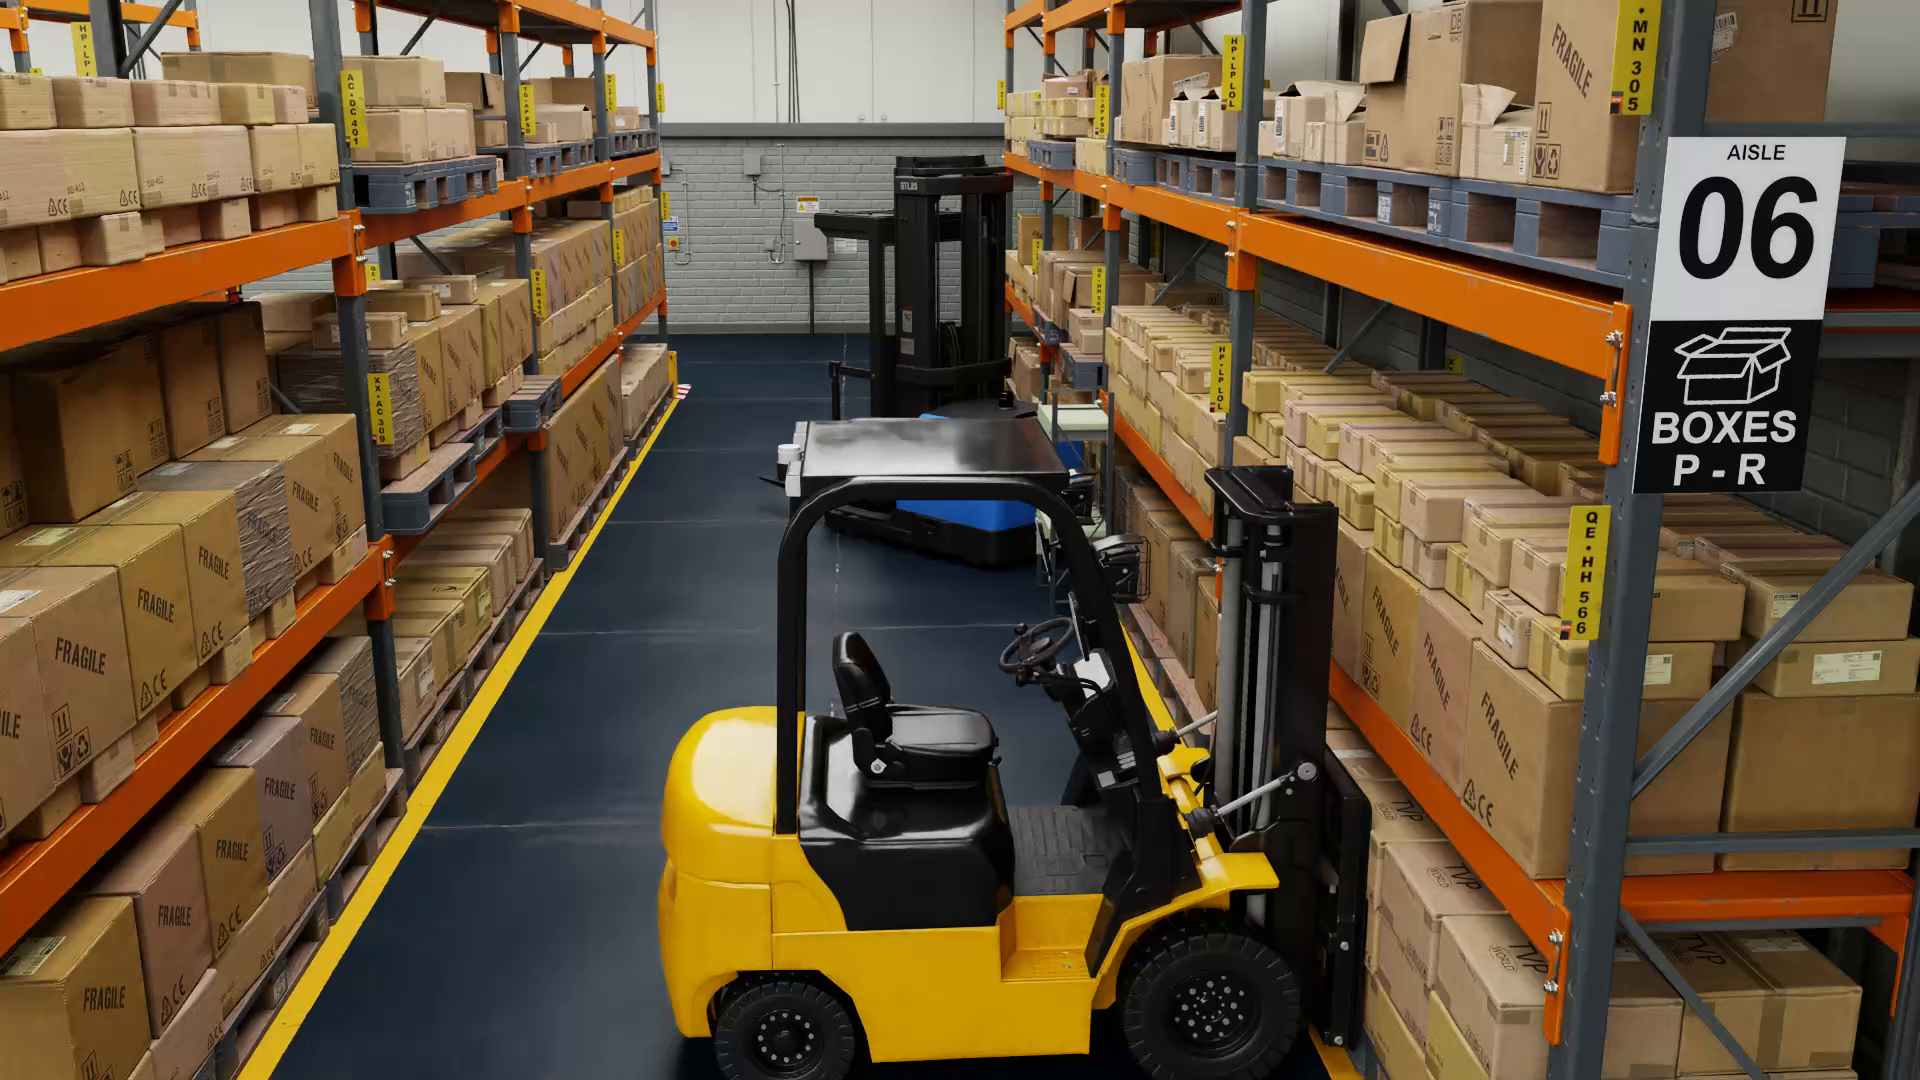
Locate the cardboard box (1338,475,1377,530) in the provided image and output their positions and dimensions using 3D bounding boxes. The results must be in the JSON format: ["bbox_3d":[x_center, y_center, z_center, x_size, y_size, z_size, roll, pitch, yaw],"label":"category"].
[{"bbox_3d":[1.597,-0.140,6.048,0.380,0.149,0.250,-1,14,-5],"label":"cardboard box"}]

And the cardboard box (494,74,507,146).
[{"bbox_3d":[-3.688,-3.111,12.033,0.700,0.500,0.500,-2,15,-6],"label":"cardboard box"}]

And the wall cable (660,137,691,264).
[{"bbox_3d":[-4.306,-5.062,24.577,0.585,1.953,0.123,-1,14,-3],"label":"wall cable"}]

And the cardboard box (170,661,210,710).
[{"bbox_3d":[-2.804,0.472,5.674,0.380,0.149,0.250,-1,14,-5],"label":"cardboard box"}]

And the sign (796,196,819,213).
[{"bbox_3d":[-2.268,-5.001,24.787,0.339,0.242,0.001,-1,14,-3],"label":"sign"}]

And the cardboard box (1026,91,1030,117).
[{"bbox_3d":[0.934,-4.375,16.693,0.500,0.250,0.500,-1,14,-2],"label":"cardboard box"}]

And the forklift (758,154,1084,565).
[{"bbox_3d":[-0.435,-1.531,13.095,1.130,2.935,3.031,-14,20,-42],"label":"forklift"}]

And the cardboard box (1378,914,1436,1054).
[{"bbox_3d":[1.650,1.394,5.260,0.500,0.250,0.500,-1,14,-4],"label":"cardboard box"}]

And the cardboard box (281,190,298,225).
[{"bbox_3d":[-2.938,-1.361,6.781,0.380,0.149,0.250,-1,14,-3],"label":"cardboard box"}]

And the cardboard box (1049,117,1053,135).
[{"bbox_3d":[0.956,-3.484,13.987,0.380,0.149,0.250,-1,14,-4],"label":"cardboard box"}]

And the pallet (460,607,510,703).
[{"bbox_3d":[-3.318,0.685,9.942,1.003,0.211,1.213,-1,14,-3],"label":"pallet"}]

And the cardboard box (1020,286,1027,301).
[{"bbox_3d":[0.834,-2.636,17.756,0.380,0.149,0.250,-1,14,-2],"label":"cardboard box"}]

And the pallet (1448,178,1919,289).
[{"bbox_3d":[1.994,-0.837,4.417,1.003,0.211,1.213,-1,14,-3],"label":"pallet"}]

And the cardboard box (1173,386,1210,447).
[{"bbox_3d":[1.440,-0.661,8.874,0.500,0.250,0.500,-1,14,-5],"label":"cardboard box"}]

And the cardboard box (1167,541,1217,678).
[{"bbox_3d":[1.680,0.378,9.459,0.875,0.625,0.625,-1,14,-4],"label":"cardboard box"}]

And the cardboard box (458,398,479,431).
[{"bbox_3d":[-2.962,-0.717,9.453,0.380,0.149,0.250,0,14,-1],"label":"cardboard box"}]

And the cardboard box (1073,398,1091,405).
[{"bbox_3d":[1.169,-1.125,14.251,0.380,0.149,0.250,0,14,-1],"label":"cardboard box"}]

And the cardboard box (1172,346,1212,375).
[{"bbox_3d":[1.413,-1.007,9.418,0.380,0.149,0.250,-1,14,-3],"label":"cardboard box"}]

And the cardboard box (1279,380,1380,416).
[{"bbox_3d":[1.612,-0.605,7.258,0.380,0.149,0.250,-1,14,-3],"label":"cardboard box"}]

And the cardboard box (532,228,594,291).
[{"bbox_3d":[-3.356,-2.328,13.848,0.500,0.500,0.500,0,14,-2],"label":"cardboard box"}]

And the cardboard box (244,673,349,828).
[{"bbox_3d":[-2.852,0.867,6.809,0.500,0.500,0.500,-1,14,-2],"label":"cardboard box"}]

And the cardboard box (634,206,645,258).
[{"bbox_3d":[-3.547,-3.191,17.202,0.500,0.500,0.500,-1,14,-4],"label":"cardboard box"}]

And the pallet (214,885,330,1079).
[{"bbox_3d":[-3.034,1.653,6.178,1.003,0.211,1.213,-1,14,-3],"label":"pallet"}]

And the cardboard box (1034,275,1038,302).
[{"bbox_3d":[0.994,-2.429,16.153,0.500,0.250,0.500,-1,14,-2],"label":"cardboard box"}]

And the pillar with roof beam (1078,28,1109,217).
[{"bbox_3d":[-2.543,-6.753,21.215,9.100,9.000,0.400,-1,14,-3],"label":"pillar with roof beam"}]

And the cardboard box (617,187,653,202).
[{"bbox_3d":[-3.571,-3.787,18.218,0.380,0.149,0.250,-1,14,-4],"label":"cardboard box"}]

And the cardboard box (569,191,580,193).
[{"bbox_3d":[-4.133,-3.520,17.180,0.380,0.149,0.250,-1,14,-5],"label":"cardboard box"}]

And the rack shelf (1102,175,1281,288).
[{"bbox_3d":[1.640,-1.847,9.610,1.077,0.370,4.000,-1,14,-3],"label":"rack shelf"}]

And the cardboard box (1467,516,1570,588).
[{"bbox_3d":[1.690,0.031,4.786,0.380,0.149,0.250,-1,14,-2],"label":"cardboard box"}]

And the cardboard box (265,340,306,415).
[{"bbox_3d":[-3.447,-0.675,7.991,0.500,0.500,0.500,-1,14,-4],"label":"cardboard box"}]

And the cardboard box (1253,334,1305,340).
[{"bbox_3d":[1.853,-1.144,9.949,0.380,0.149,0.250,0,14,-2],"label":"cardboard box"}]

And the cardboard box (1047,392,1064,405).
[{"bbox_3d":[1.074,-1.104,15.472,0.500,0.500,0.500,0,14,-1],"label":"cardboard box"}]

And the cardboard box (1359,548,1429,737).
[{"bbox_3d":[1.665,0.326,5.540,0.500,0.500,0.500,-1,14,-4],"label":"cardboard box"}]

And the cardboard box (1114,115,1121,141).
[{"bbox_3d":[1.235,-2.740,11.063,0.380,0.166,0.250,-1,14,-4],"label":"cardboard box"}]

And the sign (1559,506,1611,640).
[{"bbox_3d":[1.470,0.079,3.902,0.100,0.325,0.005,-1,14,-3],"label":"sign"}]

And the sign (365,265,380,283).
[{"bbox_3d":[-3.991,-1.714,11.345,0.100,0.325,0.005,-1,14,-3],"label":"sign"}]

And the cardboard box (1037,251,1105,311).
[{"bbox_3d":[1.075,-2.363,15.148,0.700,0.500,0.500,-1,14,-2],"label":"cardboard box"}]

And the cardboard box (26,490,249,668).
[{"bbox_3d":[-2.802,0.130,5.702,0.500,0.500,0.500,-1,14,-5],"label":"cardboard box"}]

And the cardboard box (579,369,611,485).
[{"bbox_3d":[-3.503,-0.955,14.138,0.875,0.875,0.875,0,14,-2],"label":"cardboard box"}]

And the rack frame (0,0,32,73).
[{"bbox_3d":[-8.620,-4.961,14.250,1.000,3.000,0.127,-1,14,-3],"label":"rack frame"}]

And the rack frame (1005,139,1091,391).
[{"bbox_3d":[1.021,-3.230,19.560,1.000,3.000,0.127,-1,14,-3],"label":"rack frame"}]

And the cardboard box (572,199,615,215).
[{"bbox_3d":[-3.478,-3.150,15.742,0.380,0.149,0.250,-1,14,-3],"label":"cardboard box"}]

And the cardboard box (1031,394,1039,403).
[{"bbox_3d":[0.919,-1.337,16.848,0.396,0.266,0.258,0,14,-1],"label":"cardboard box"}]

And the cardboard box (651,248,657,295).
[{"bbox_3d":[-3.623,-2.960,18.310,0.500,0.500,0.500,-1,14,-5],"label":"cardboard box"}]

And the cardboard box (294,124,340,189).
[{"bbox_3d":[-2.893,-1.586,6.855,0.500,0.250,0.500,-1,14,-4],"label":"cardboard box"}]

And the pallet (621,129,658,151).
[{"bbox_3d":[-3.877,-4.378,18.180,1.003,0.211,1.213,-1,14,-3],"label":"pallet"}]

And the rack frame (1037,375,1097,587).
[{"bbox_3d":[0.742,-0.402,11.579,0.400,1.500,0.023,-1,14,-4],"label":"rack frame"}]

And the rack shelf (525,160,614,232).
[{"bbox_3d":[-3.561,-2.765,13.175,1.077,0.370,4.000,-1,14,-3],"label":"rack shelf"}]

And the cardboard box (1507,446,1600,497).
[{"bbox_3d":[2.137,-0.229,5.799,0.380,0.149,0.250,-1,14,-3],"label":"cardboard box"}]

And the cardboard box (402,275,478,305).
[{"bbox_3d":[-3.055,-1.470,9.779,0.380,0.149,0.250,-2,15,-6],"label":"cardboard box"}]

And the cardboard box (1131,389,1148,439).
[{"bbox_3d":[1.365,-0.800,10.419,0.500,0.250,0.500,-1,14,-5],"label":"cardboard box"}]

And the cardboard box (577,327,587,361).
[{"bbox_3d":[-3.327,-1.596,13.512,0.500,0.250,0.500,-1,14,-3],"label":"cardboard box"}]

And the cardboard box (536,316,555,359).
[{"bbox_3d":[-3.222,-1.462,11.987,0.500,0.250,0.500,-1,14,-4],"label":"cardboard box"}]

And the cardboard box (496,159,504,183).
[{"bbox_3d":[-3.208,-2.419,10.892,0.380,0.149,0.250,-1,14,-3],"label":"cardboard box"}]

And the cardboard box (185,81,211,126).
[{"bbox_3d":[-2.805,-1.488,5.674,0.380,0.149,0.250,-1,14,-3],"label":"cardboard box"}]

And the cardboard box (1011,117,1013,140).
[{"bbox_3d":[0.828,-4.513,18.233,0.500,0.250,0.500,-1,14,-2],"label":"cardboard box"}]

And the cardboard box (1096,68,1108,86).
[{"bbox_3d":[1.405,-4.022,14.653,0.396,0.266,0.258,-1,14,-3],"label":"cardboard box"}]

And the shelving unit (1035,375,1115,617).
[{"bbox_3d":[0.767,-0.311,11.225,0.431,1.500,0.755,-1,14,-4],"label":"shelving unit"}]
